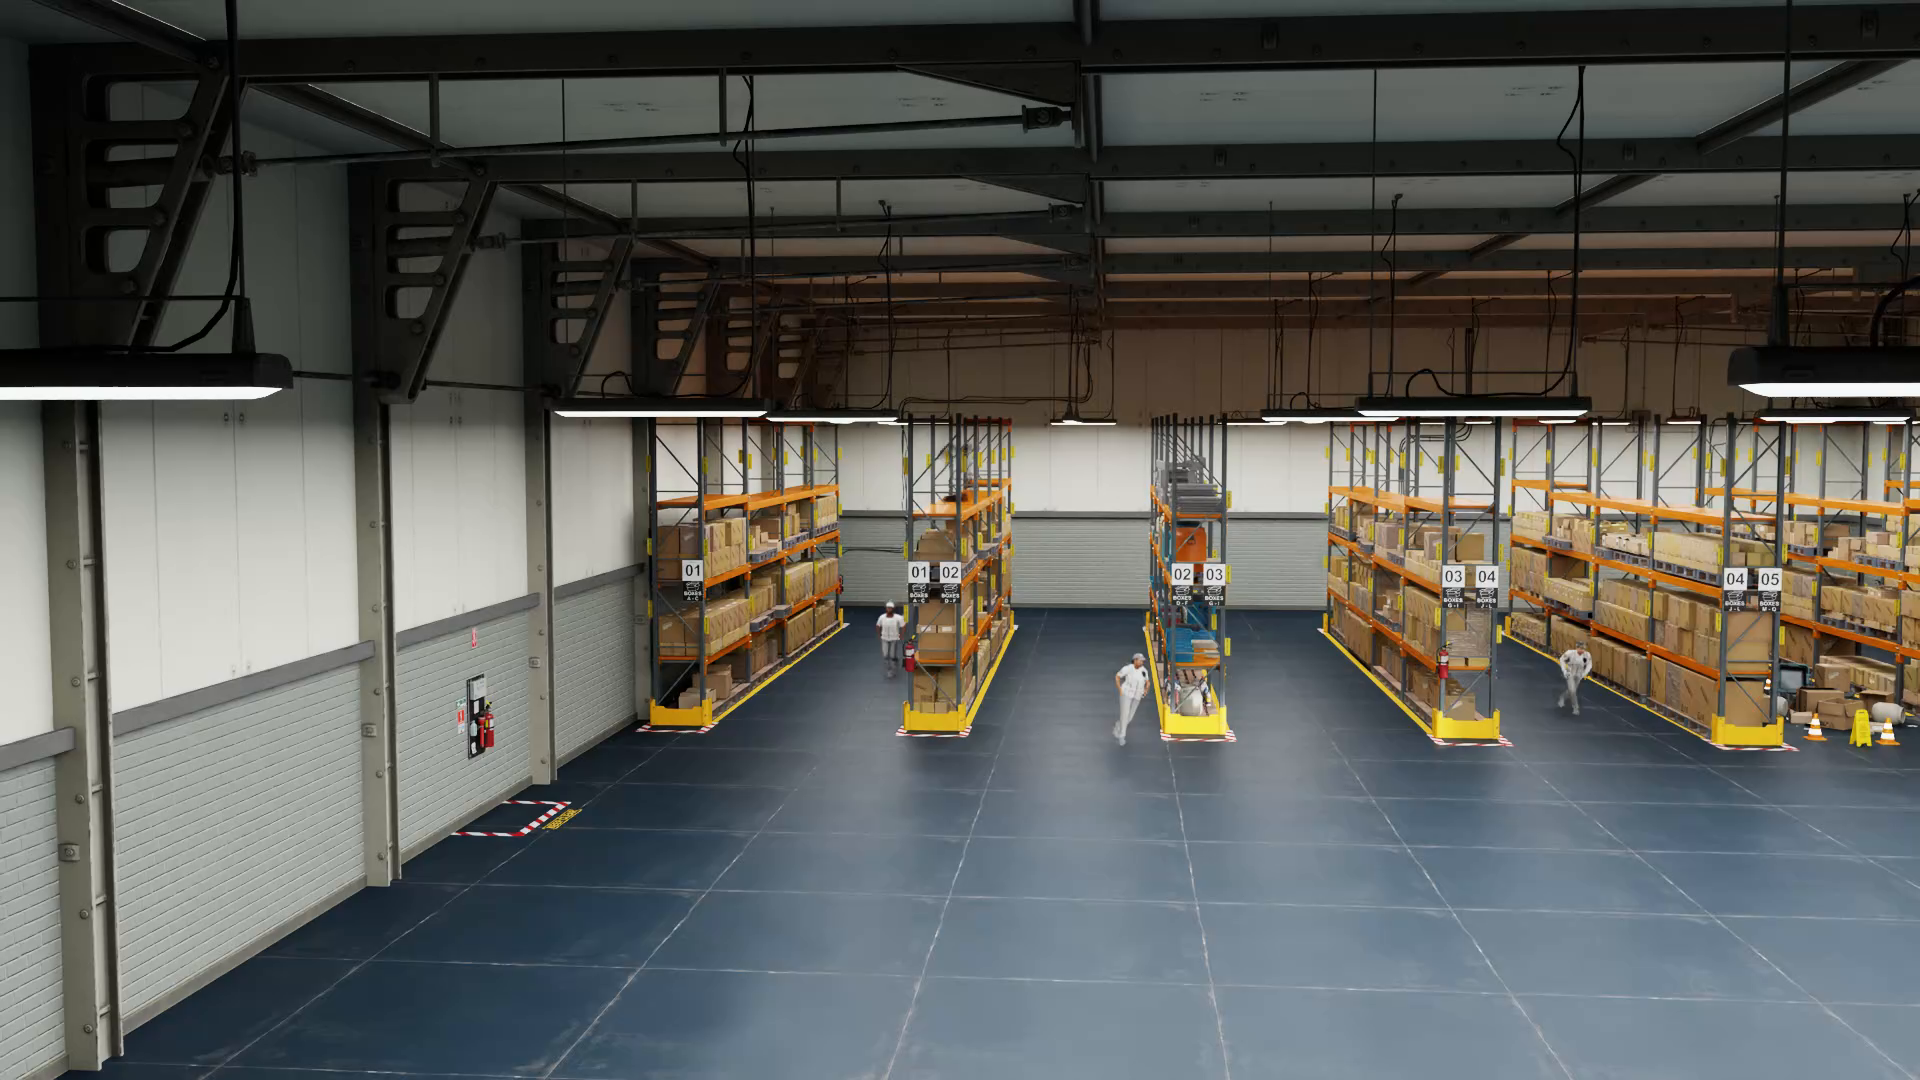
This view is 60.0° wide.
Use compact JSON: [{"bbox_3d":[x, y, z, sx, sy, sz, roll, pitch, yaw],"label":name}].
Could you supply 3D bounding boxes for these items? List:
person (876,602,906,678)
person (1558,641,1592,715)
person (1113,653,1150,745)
[{"bbox_3d":[-1.608,2.289,38.361,0.702,1.726,0.598,1,4,11],"label":"person"},{"bbox_3d":[12.366,2.743,33.504,0.623,1.523,0.985,0,4,1],"label":"person"},{"bbox_3d":[3.129,2.879,30.480,0.737,1.627,0.787,-1,4,-19],"label":"person"}]
